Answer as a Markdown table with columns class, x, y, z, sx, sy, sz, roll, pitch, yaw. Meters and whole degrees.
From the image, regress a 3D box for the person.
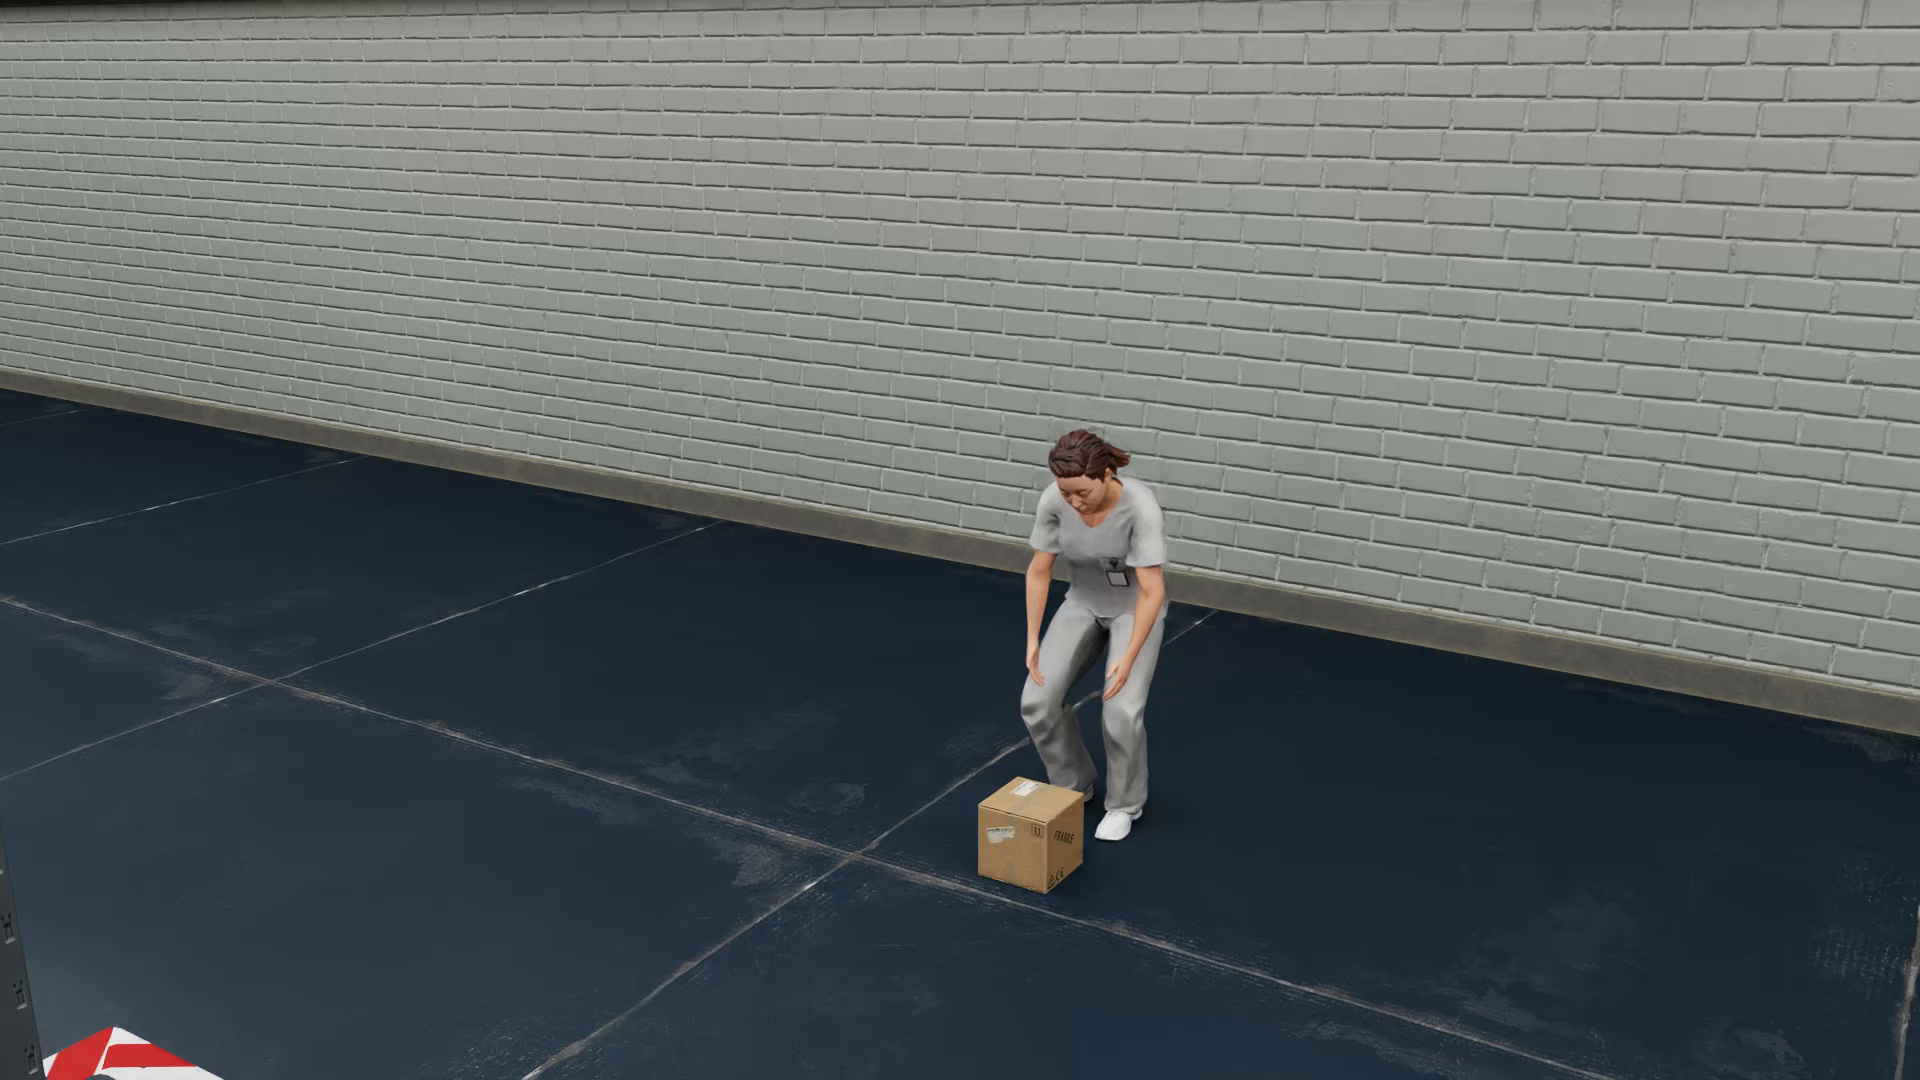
| class | x | y | z | sx | sy | sz | roll | pitch | yaw |
| --- | --- | --- | --- | --- | --- | --- | --- | --- | --- |
| person | 0.474 | 0.292 | 5.506 | 0.490 | 1.417 | 0.616 | 10 | 19 | 31 |
